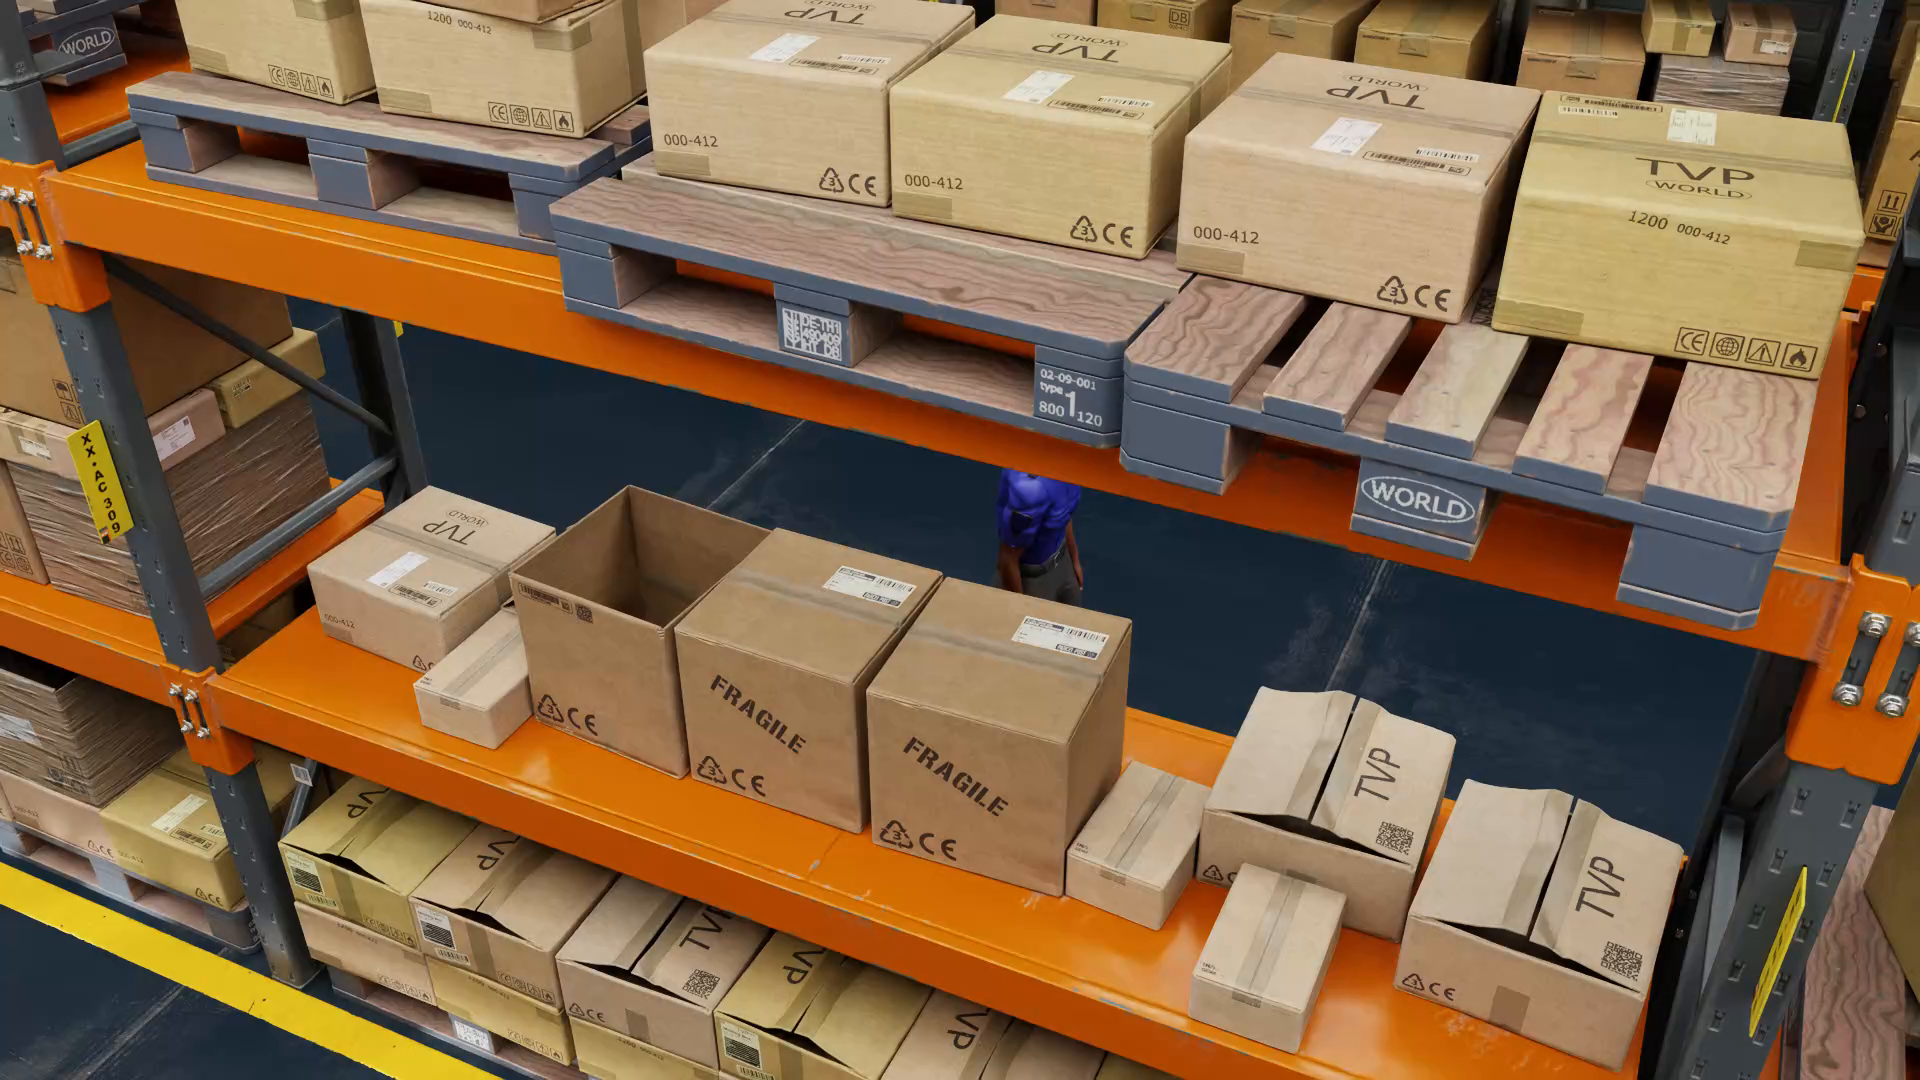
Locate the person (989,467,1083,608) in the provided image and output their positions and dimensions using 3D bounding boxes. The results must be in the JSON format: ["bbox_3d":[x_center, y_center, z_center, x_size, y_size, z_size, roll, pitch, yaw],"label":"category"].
[{"bbox_3d":[0.309,0.177,5.881,0.390,1.655,0.505,15,37,21],"label":"person"}]
